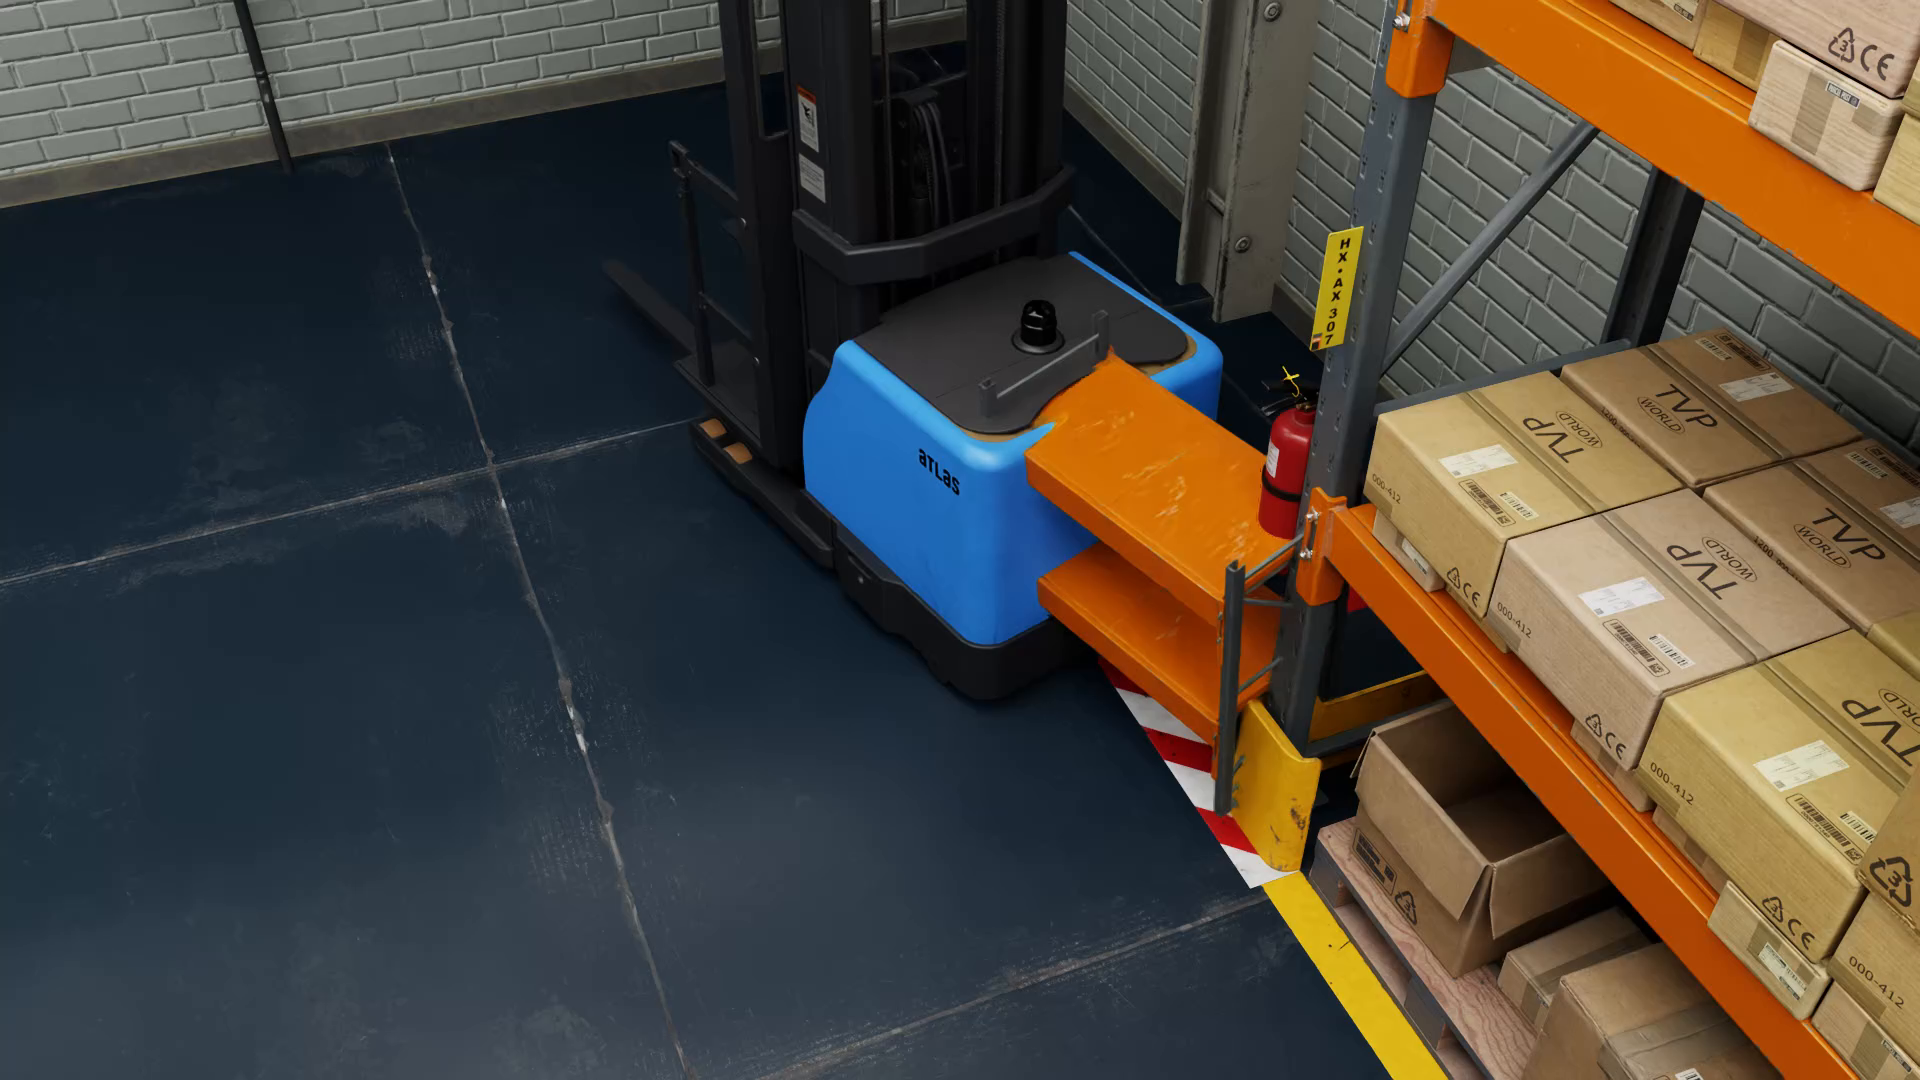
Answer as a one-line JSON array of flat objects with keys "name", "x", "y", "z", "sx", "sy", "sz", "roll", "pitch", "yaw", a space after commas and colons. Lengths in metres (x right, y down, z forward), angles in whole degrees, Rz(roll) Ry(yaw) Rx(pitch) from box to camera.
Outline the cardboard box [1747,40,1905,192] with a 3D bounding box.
[{"name": "cardboard box", "x": 1.519, "y": -0.712, "z": 2.669, "sx": 0.380, "sy": 0.149, "sz": 0.250, "roll": -14, "pitch": 43, "yaw": -16}]

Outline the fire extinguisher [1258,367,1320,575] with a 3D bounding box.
[{"name": "fire extinguisher", "x": 0.921, "y": -0.208, "z": 4.537, "sx": 0.296, "sy": 0.674, "sz": 0.183, "roll": -15, "pitch": 43, "yaw": -17}]

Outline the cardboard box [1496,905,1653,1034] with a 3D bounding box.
[{"name": "cardboard box", "x": 1.678, "y": 1.174, "z": 4.449, "sx": 0.380, "sy": 0.149, "sz": 0.250, "roll": -17, "pitch": 43, "yaw": -19}]

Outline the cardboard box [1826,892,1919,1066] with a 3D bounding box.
[{"name": "cardboard box", "x": 1.935, "y": 0.790, "z": 2.918, "sx": 0.500, "sy": 0.250, "sz": 0.500, "roll": -16, "pitch": 43, "yaw": -18}]

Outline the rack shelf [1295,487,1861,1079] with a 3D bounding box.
[{"name": "rack shelf", "x": 2.170, "y": 1.072, "z": 3.255, "sx": 1.077, "sy": 0.370, "sz": 4.000, "roll": -15, "pitch": 43, "yaw": -17}]

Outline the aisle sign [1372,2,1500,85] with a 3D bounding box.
[{"name": "aisle sign", "x": 1.107, "y": -1.359, "z": 3.536, "sx": 0.394, "sy": 0.787, "sz": 0.004, "roll": -15, "pitch": 43, "yaw": -17}]

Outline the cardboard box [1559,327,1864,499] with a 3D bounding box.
[{"name": "cardboard box", "x": 1.826, "y": -0.251, "z": 4.128, "sx": 0.500, "sy": 0.250, "sz": 0.500, "roll": -14, "pitch": 43, "yaw": -16}]

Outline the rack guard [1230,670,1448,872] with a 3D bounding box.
[{"name": "rack guard", "x": 1.434, "y": 0.588, "z": 5.183, "sx": 1.175, "sy": 0.500, "sz": 0.348, "roll": -15, "pitch": 43, "yaw": -17}]

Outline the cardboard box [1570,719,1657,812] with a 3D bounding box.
[{"name": "cardboard box", "x": 1.590, "y": 0.415, "z": 3.660, "sx": 0.380, "sy": 0.149, "sz": 0.250, "roll": -14, "pitch": 43, "yaw": -16}]

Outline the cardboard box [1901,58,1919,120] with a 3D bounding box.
[{"name": "cardboard box", "x": 1.720, "y": -0.651, "z": 2.293, "sx": 0.500, "sy": 0.250, "sz": 0.500, "roll": -16, "pitch": 43, "yaw": -18}]

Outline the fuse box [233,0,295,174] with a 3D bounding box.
[{"name": "fuse box", "x": -3.362, "y": -2.504, "z": 7.849, "sx": 0.539, "sy": 1.711, "sz": 0.414, "roll": -15, "pitch": 43, "yaw": -17}]

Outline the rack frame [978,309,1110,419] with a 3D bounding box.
[{"name": "rack frame", "x": 0.303, "y": -0.191, "z": 5.430, "sx": 0.500, "sy": 1.125, "sz": 0.032, "roll": -33, "pitch": 51, "yaw": -23}]

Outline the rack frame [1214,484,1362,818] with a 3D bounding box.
[{"name": "rack frame", "x": 0.944, "y": 0.340, "z": 4.847, "sx": 0.500, "sy": 1.125, "sz": 0.032, "roll": -33, "pitch": 51, "yaw": -23}]

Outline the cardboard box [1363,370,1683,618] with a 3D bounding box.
[{"name": "cardboard box", "x": 1.329, "y": -0.121, "z": 3.977, "sx": 0.500, "sy": 0.250, "sz": 0.500, "roll": -15, "pitch": 43, "yaw": -17}]

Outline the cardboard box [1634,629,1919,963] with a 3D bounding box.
[{"name": "cardboard box", "x": 1.720, "y": 0.487, "z": 3.270, "sx": 0.500, "sy": 0.250, "sz": 0.500, "roll": -16, "pitch": 43, "yaw": -18}]

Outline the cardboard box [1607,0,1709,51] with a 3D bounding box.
[{"name": "cardboard box", "x": 1.436, "y": -1.046, "z": 3.058, "sx": 0.380, "sy": 0.149, "sz": 0.250, "roll": -14, "pitch": 43, "yaw": -16}]

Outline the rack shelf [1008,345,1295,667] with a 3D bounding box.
[{"name": "rack shelf", "x": 0.599, "y": -0.127, "z": 4.928, "sx": 0.538, "sy": 0.278, "sz": 1.000, "roll": -33, "pitch": 51, "yaw": -23}]

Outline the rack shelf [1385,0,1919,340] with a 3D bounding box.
[{"name": "rack shelf", "x": 2.170, "y": -0.065, "z": 2.277, "sx": 1.077, "sy": 0.370, "sz": 4.000, "roll": -15, "pitch": 43, "yaw": -17}]

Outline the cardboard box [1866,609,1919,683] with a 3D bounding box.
[{"name": "cardboard box", "x": 2.207, "y": 0.360, "z": 3.418, "sx": 0.500, "sy": 0.250, "sz": 0.500, "roll": -14, "pitch": 43, "yaw": -16}]

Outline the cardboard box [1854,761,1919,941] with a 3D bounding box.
[{"name": "cardboard box", "x": 1.904, "y": 0.498, "z": 2.682, "sx": 0.500, "sy": 0.500, "sz": 0.500, "roll": -14, "pitch": 43, "yaw": -16}]

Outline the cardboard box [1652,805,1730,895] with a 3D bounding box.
[{"name": "cardboard box", "x": 1.697, "y": 0.573, "z": 3.475, "sx": 0.380, "sy": 0.149, "sz": 0.250, "roll": -14, "pitch": 43, "yaw": -16}]

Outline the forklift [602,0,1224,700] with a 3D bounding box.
[{"name": "forklift", "x": -0.413, "y": -1.495, "z": 5.740, "sx": 1.130, "sy": 2.935, "sz": 3.031, "roll": -26, "pitch": 47, "yaw": -27}]

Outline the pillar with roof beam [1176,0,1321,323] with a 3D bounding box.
[{"name": "pillar with roof beam", "x": -2.772, "y": -3.455, "z": 3.367, "sx": 9.100, "sy": 9.000, "sz": 0.400, "roll": -15, "pitch": 43, "yaw": -17}]

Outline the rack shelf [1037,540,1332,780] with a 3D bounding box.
[{"name": "rack shelf", "x": 0.644, "y": 0.243, "z": 5.314, "sx": 0.538, "sy": 0.278, "sz": 1.000, "roll": -33, "pitch": 51, "yaw": -23}]

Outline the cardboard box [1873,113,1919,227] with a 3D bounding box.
[{"name": "cardboard box", "x": 1.626, "y": -0.556, "z": 2.488, "sx": 0.380, "sy": 0.149, "sz": 0.250, "roll": -15, "pitch": 43, "yaw": -17}]

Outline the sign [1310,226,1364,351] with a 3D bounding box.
[{"name": "sign", "x": 0.903, "y": -0.598, "z": 3.981, "sx": 0.100, "sy": 0.325, "sz": 0.005, "roll": -15, "pitch": 43, "yaw": -17}]

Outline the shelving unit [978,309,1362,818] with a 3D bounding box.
[{"name": "shelving unit", "x": 0.624, "y": 0.075, "z": 5.139, "sx": 0.538, "sy": 1.125, "sz": 1.048, "roll": -33, "pitch": 51, "yaw": -23}]

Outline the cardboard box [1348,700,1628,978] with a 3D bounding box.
[{"name": "cardboard box", "x": 1.551, "y": 0.774, "z": 4.642, "sx": 0.797, "sy": 0.503, "sz": 0.637, "roll": -17, "pitch": 43, "yaw": -19}]

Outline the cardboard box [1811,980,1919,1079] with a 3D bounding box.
[{"name": "cardboard box", "x": 1.844, "y": 0.898, "z": 3.098, "sx": 0.380, "sy": 0.149, "sz": 0.250, "roll": -14, "pitch": 43, "yaw": -16}]

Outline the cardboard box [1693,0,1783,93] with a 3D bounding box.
[{"name": "cardboard box", "x": 1.519, "y": -0.888, "z": 2.874, "sx": 0.380, "sy": 0.149, "sz": 0.250, "roll": -15, "pitch": 43, "yaw": -17}]

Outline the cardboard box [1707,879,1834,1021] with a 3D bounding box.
[{"name": "cardboard box", "x": 1.724, "y": 0.744, "z": 3.276, "sx": 0.380, "sy": 0.149, "sz": 0.250, "roll": -16, "pitch": 43, "yaw": -18}]

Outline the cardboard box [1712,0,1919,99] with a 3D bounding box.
[{"name": "cardboard box", "x": 1.535, "y": -0.962, "z": 2.655, "sx": 0.500, "sy": 0.250, "sz": 0.500, "roll": -14, "pitch": 43, "yaw": -16}]

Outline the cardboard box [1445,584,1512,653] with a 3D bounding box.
[{"name": "cardboard box", "x": 1.417, "y": 0.098, "z": 4.028, "sx": 0.380, "sy": 0.149, "sz": 0.250, "roll": -14, "pitch": 43, "yaw": -16}]

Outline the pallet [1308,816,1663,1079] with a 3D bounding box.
[{"name": "pallet", "x": 1.740, "y": 1.178, "z": 4.719, "sx": 1.003, "sy": 0.211, "sz": 1.213, "roll": -15, "pitch": 43, "yaw": -17}]

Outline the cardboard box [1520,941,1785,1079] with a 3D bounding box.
[{"name": "cardboard box", "x": 1.842, "y": 1.300, "z": 4.033, "sx": 0.700, "sy": 0.500, "sz": 0.500, "roll": -13, "pitch": 42, "yaw": -15}]

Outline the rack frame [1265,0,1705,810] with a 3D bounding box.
[{"name": "rack frame", "x": 1.405, "y": -0.406, "z": 4.421, "sx": 1.000, "sy": 3.000, "sz": 0.127, "roll": -15, "pitch": 43, "yaw": -17}]

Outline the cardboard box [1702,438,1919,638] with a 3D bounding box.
[{"name": "cardboard box", "x": 2.022, "y": 0.060, "z": 3.766, "sx": 0.500, "sy": 0.250, "sz": 0.500, "roll": -15, "pitch": 43, "yaw": -17}]

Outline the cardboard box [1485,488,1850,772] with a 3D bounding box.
[{"name": "cardboard box", "x": 1.523, "y": 0.183, "z": 3.624, "sx": 0.500, "sy": 0.250, "sz": 0.500, "roll": -15, "pitch": 43, "yaw": -16}]

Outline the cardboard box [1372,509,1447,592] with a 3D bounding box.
[{"name": "cardboard box", "x": 1.277, "y": -0.044, "z": 4.193, "sx": 0.380, "sy": 0.149, "sz": 0.250, "roll": -15, "pitch": 43, "yaw": -17}]
